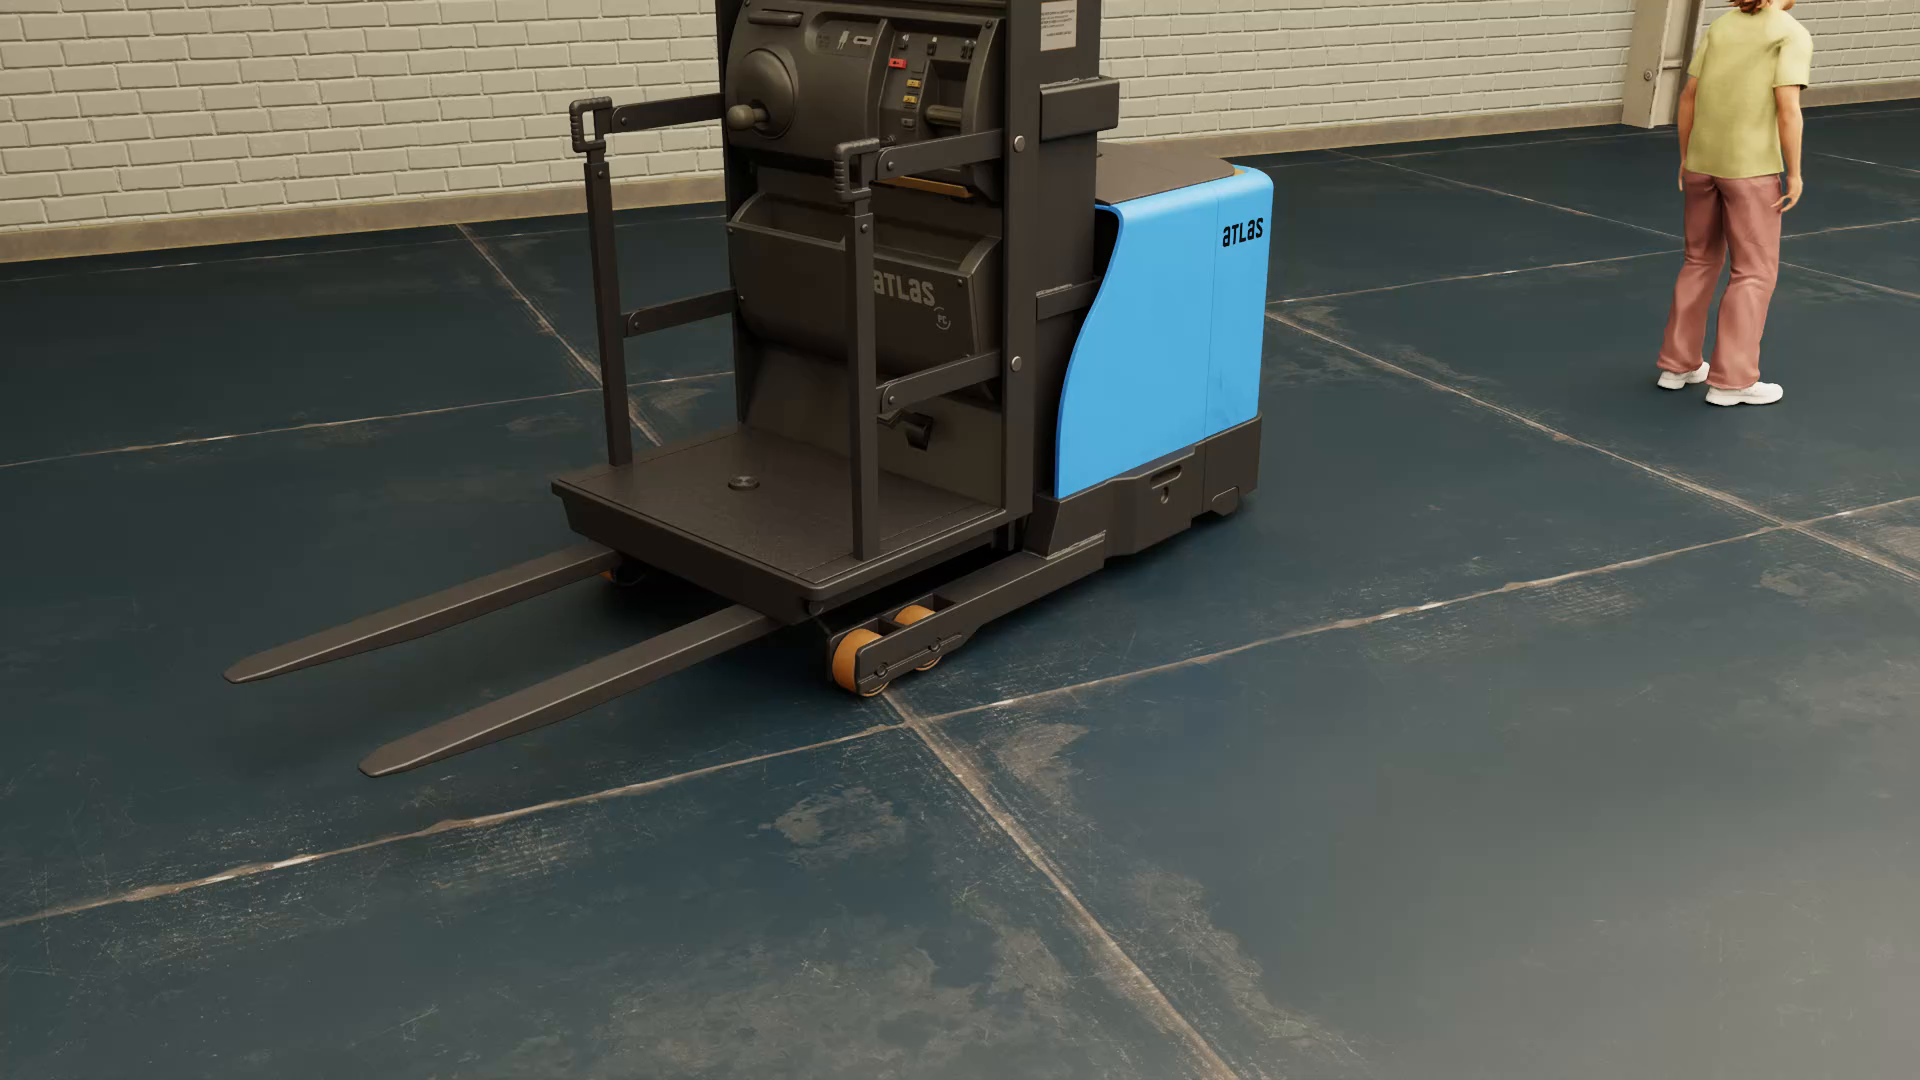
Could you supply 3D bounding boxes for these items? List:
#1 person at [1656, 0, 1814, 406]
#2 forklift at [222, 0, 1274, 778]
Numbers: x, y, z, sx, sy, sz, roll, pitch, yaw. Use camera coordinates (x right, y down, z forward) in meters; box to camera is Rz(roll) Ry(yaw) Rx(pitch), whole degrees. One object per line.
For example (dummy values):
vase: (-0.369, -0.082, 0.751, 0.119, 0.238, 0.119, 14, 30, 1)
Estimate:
person: (2.904, -1.361, 6.203, 0.356, 1.673, 0.518, -12, 25, -26)
forklift: (-0.413, -1.182, 4.131, 1.130, 2.935, 3.031, 19, 29, 39)
